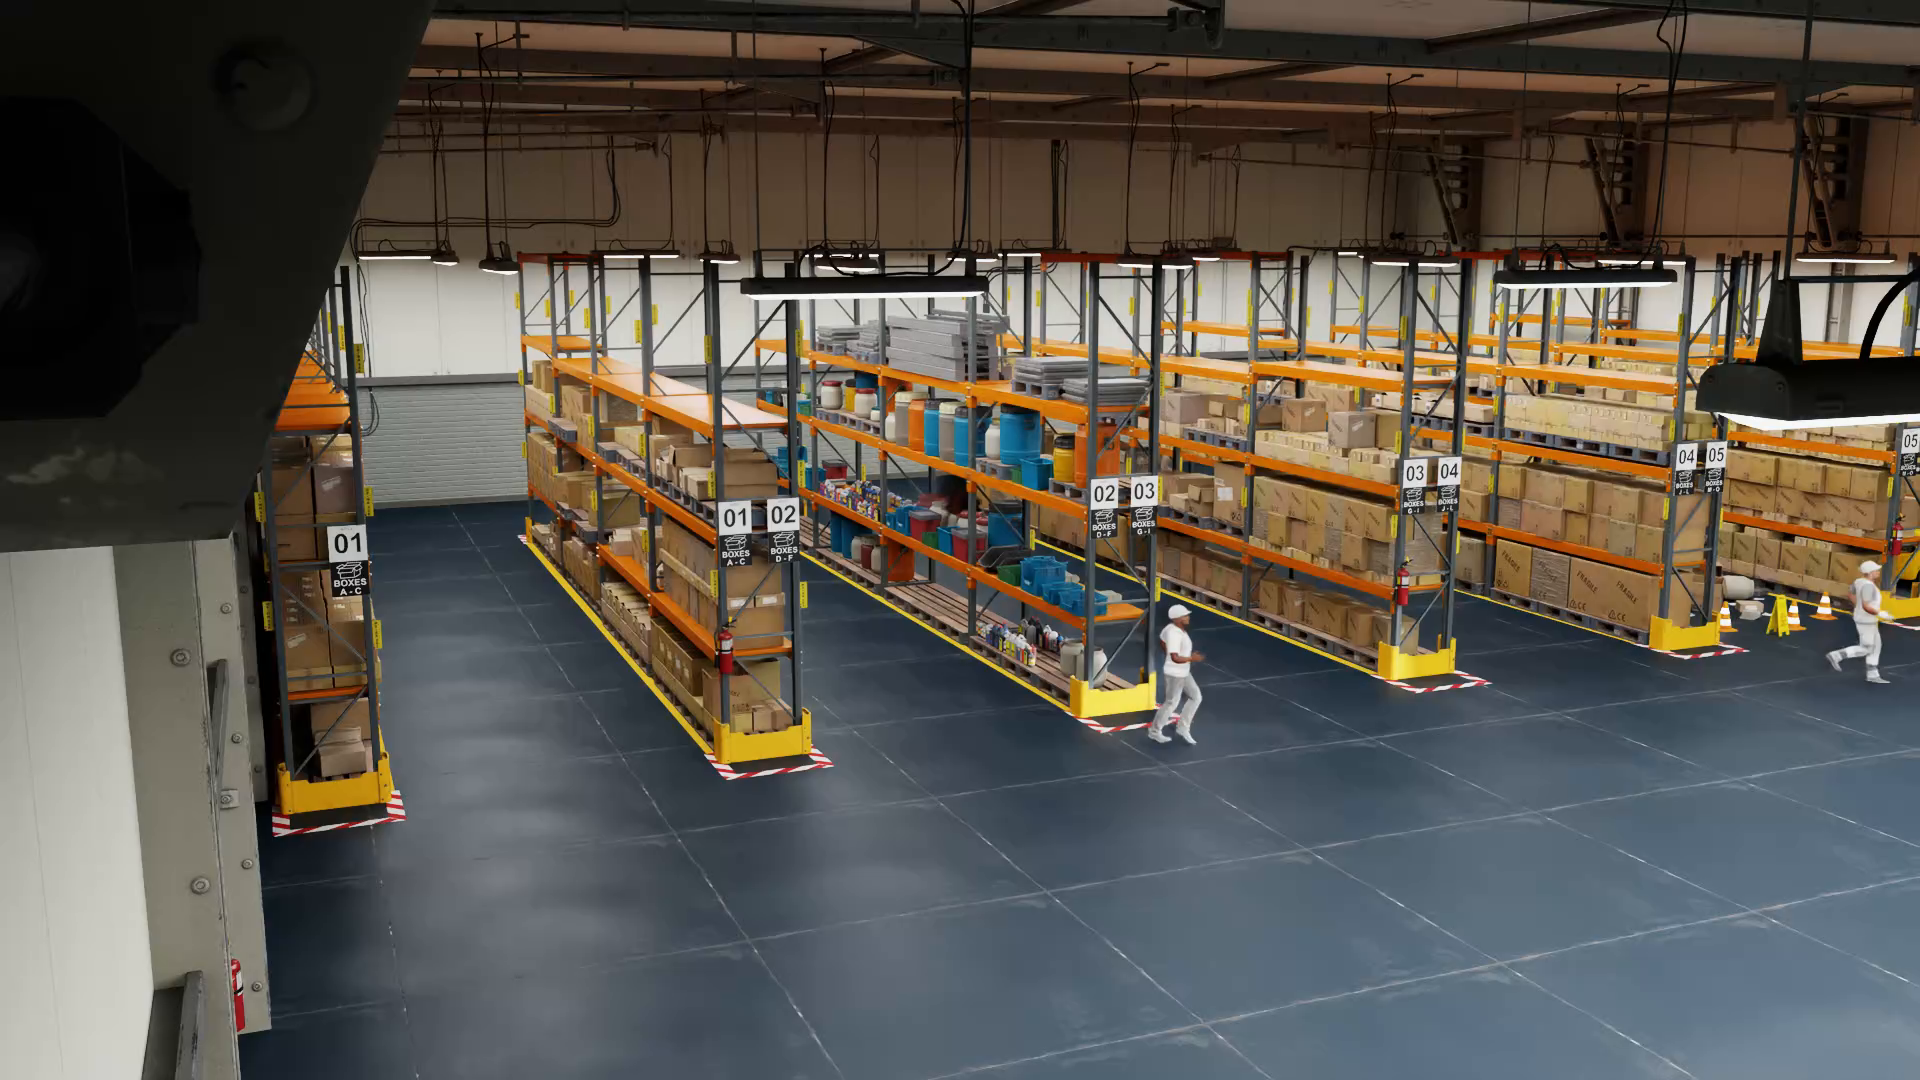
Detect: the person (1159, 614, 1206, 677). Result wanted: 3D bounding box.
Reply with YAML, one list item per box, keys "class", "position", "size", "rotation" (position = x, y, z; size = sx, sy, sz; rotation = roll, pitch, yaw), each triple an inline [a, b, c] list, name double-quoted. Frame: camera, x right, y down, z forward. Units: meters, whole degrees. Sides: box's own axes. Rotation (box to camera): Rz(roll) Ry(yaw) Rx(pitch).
- class: "person"
  position: [2.762, 1.269, 20.783]
  size: [0.643, 0.853, 0.695]
  rotation: [3, 11, 15]

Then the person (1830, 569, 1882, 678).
- class: "person"
  position: [12.860, 1.159, 23.788]
  size: [0.680, 1.665, 0.670]
  rotation: [4, 11, 19]
